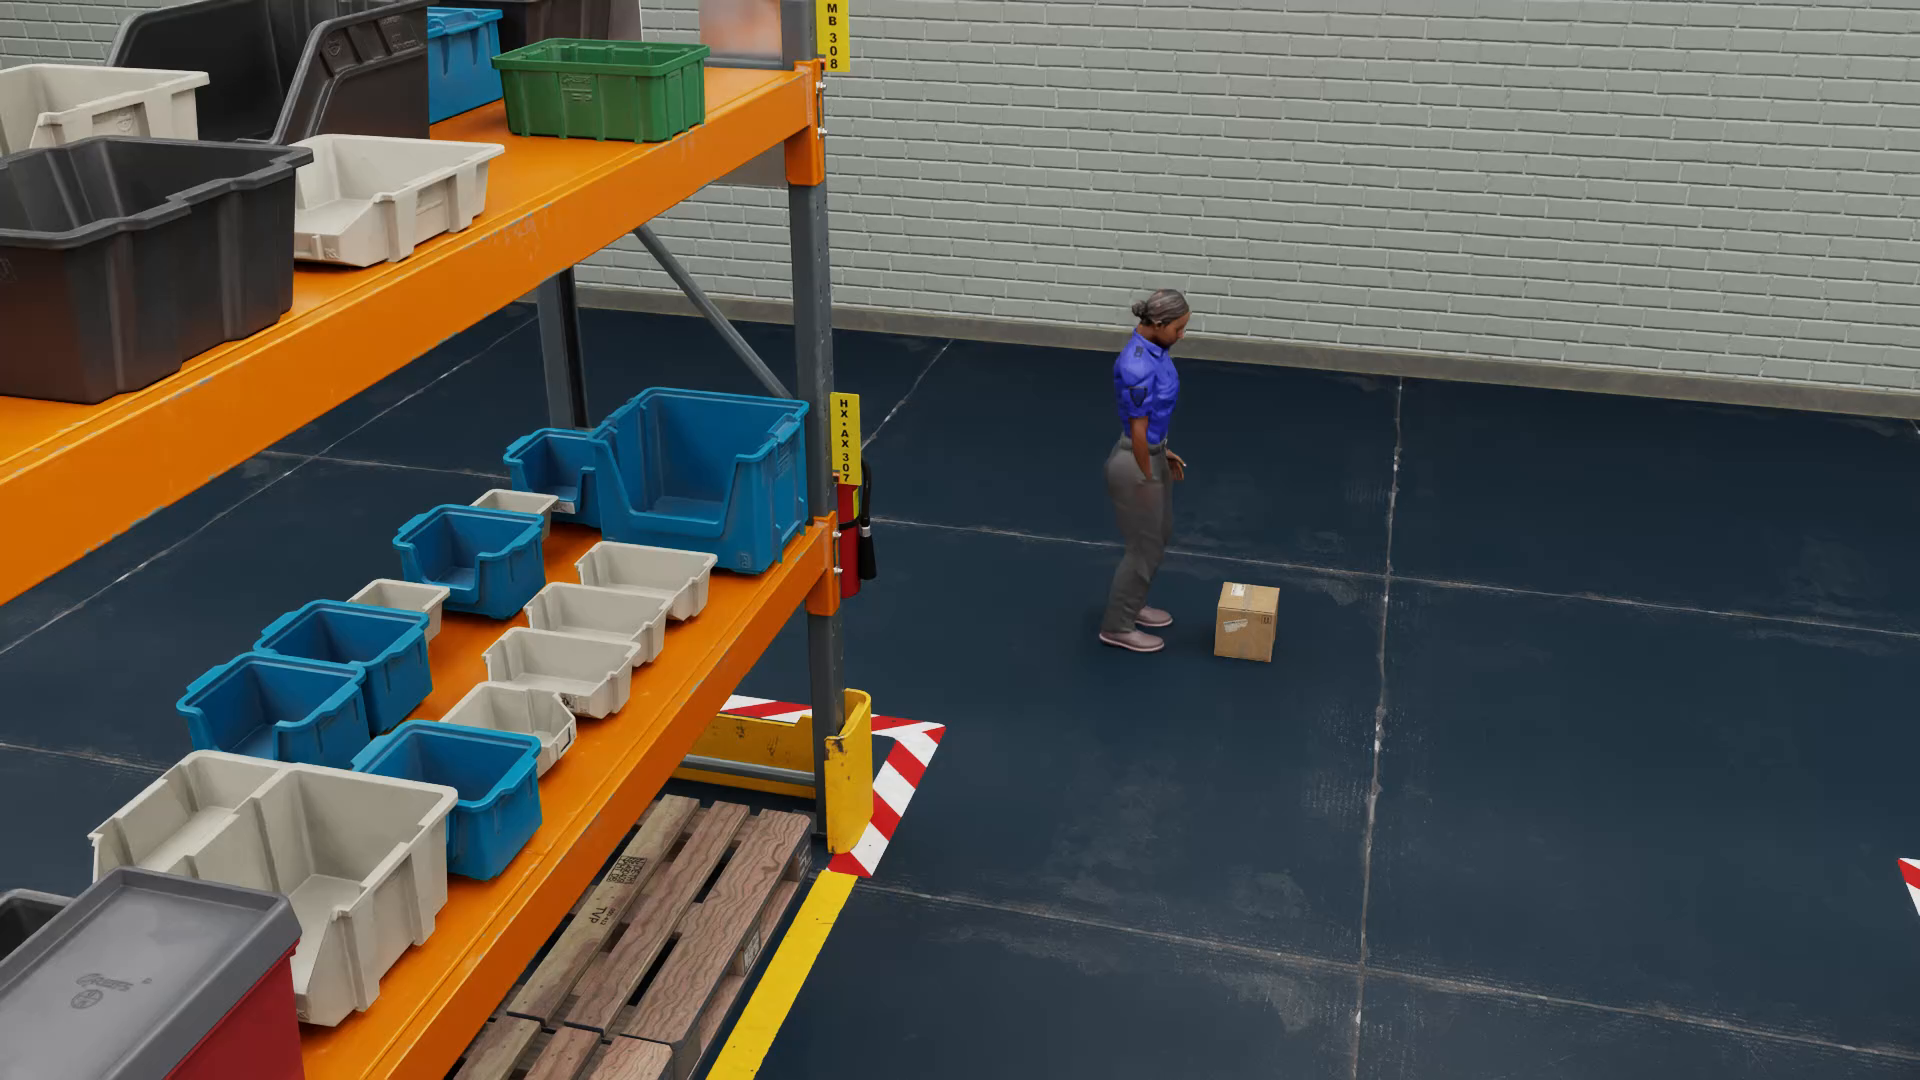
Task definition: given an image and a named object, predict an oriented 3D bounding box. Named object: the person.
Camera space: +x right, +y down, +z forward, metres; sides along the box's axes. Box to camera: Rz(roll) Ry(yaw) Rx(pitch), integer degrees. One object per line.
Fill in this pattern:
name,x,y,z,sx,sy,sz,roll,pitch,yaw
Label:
person,0.812,-0.317,7.319,0.325,1.636,0.446,7,26,14
